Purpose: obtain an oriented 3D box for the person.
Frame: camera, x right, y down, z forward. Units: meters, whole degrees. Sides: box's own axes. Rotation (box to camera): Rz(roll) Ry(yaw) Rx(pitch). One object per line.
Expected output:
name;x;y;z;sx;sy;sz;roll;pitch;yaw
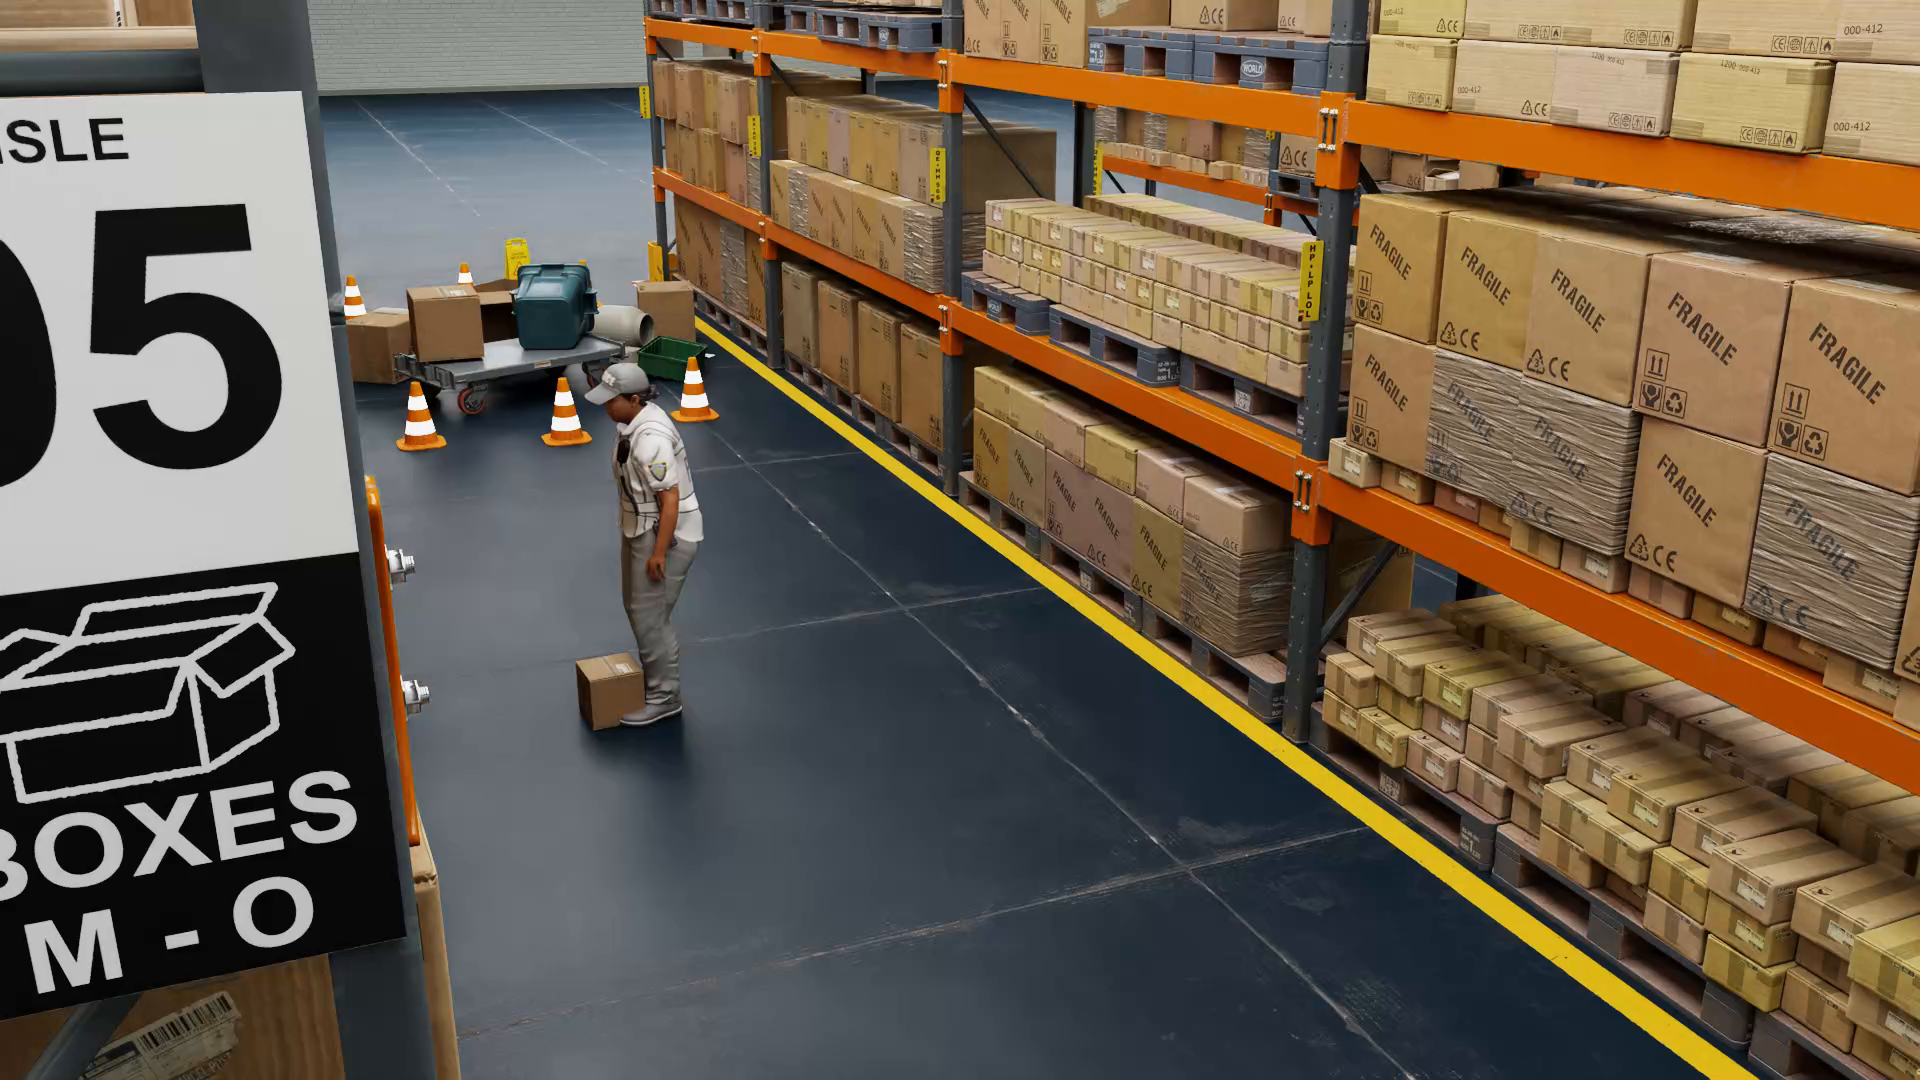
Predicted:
person;-1.424;-0.001;7.559;0.473;1.666;0.547;-8;21;-23
